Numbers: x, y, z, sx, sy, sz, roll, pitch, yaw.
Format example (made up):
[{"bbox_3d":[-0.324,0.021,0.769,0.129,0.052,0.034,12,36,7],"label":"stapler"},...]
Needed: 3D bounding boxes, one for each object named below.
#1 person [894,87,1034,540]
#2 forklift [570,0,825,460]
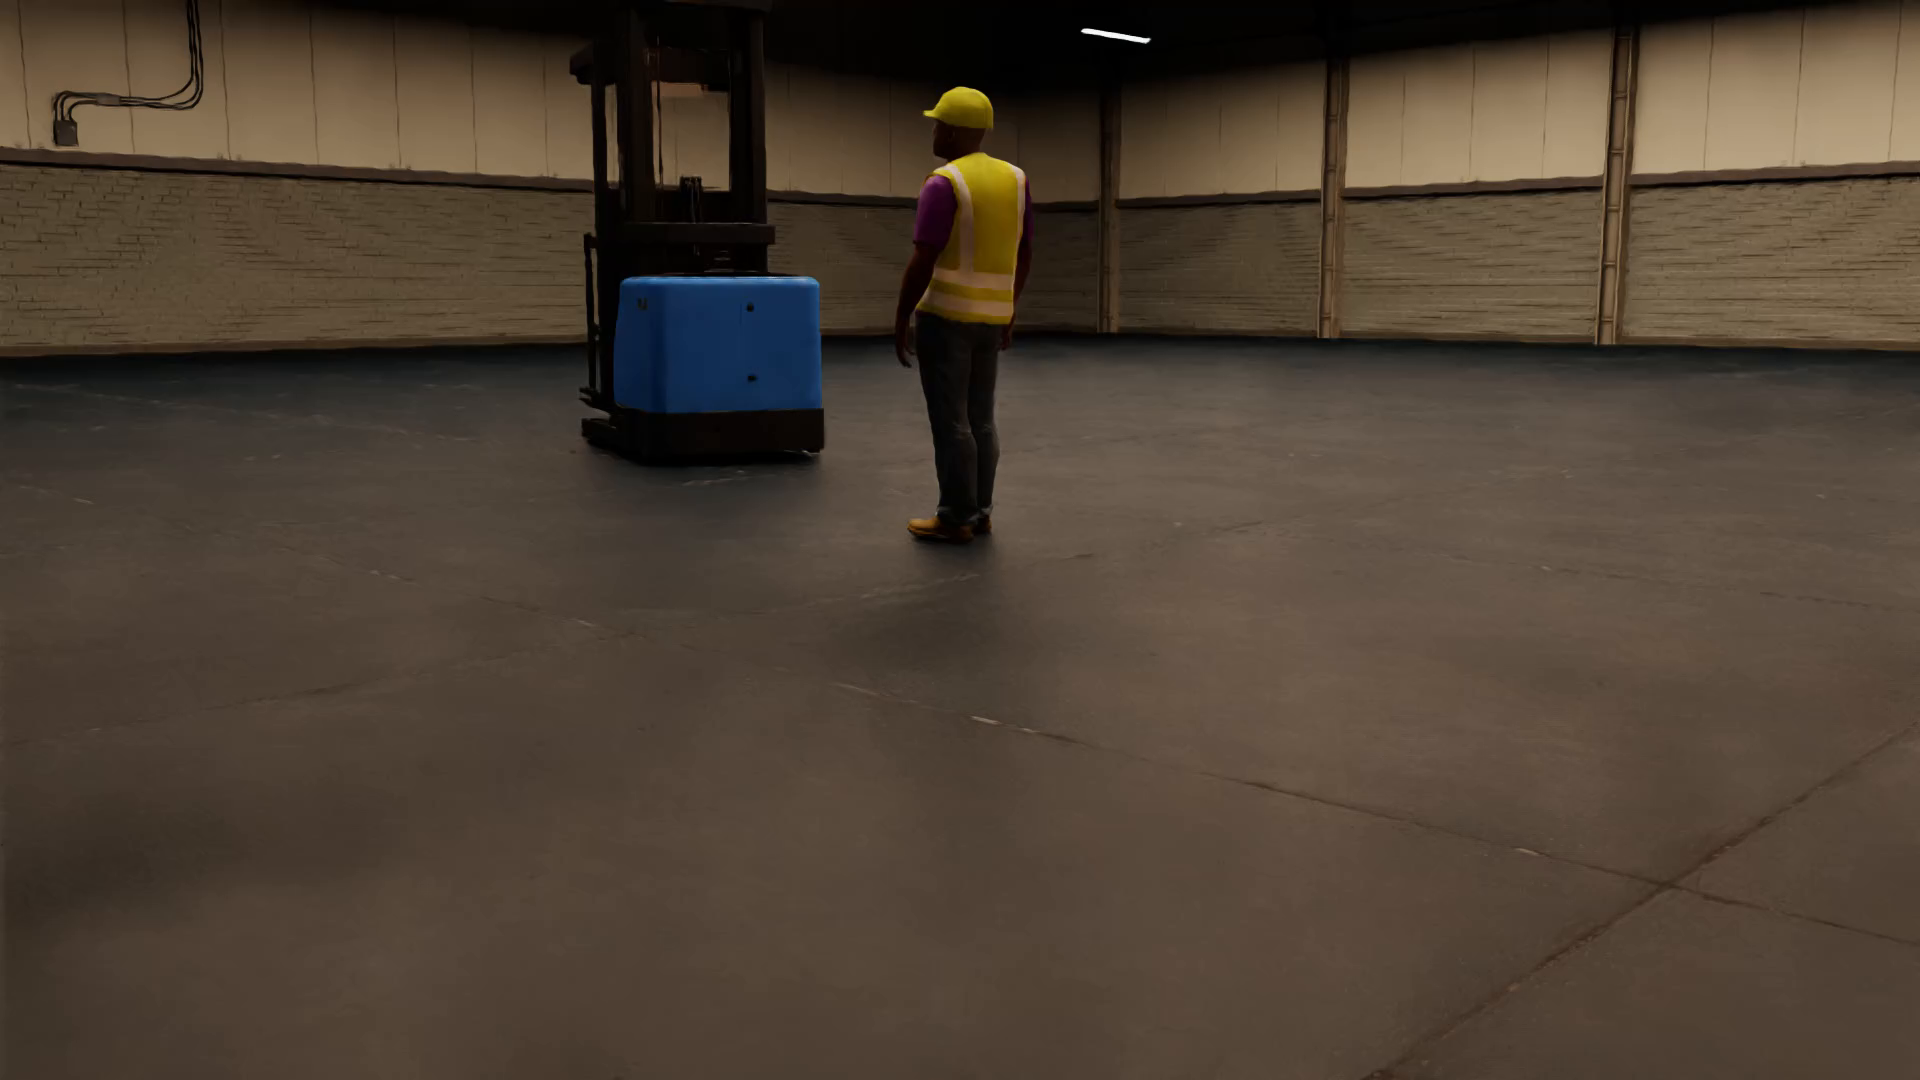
[{"bbox_3d":[-0.046,-0.888,6.637,0.576,1.766,0.665,8,12,43],"label":"person"},{"bbox_3d":[-1.865,-2.093,10.773,1.130,2.935,3.031,-4,9,-24],"label":"forklift"}]
